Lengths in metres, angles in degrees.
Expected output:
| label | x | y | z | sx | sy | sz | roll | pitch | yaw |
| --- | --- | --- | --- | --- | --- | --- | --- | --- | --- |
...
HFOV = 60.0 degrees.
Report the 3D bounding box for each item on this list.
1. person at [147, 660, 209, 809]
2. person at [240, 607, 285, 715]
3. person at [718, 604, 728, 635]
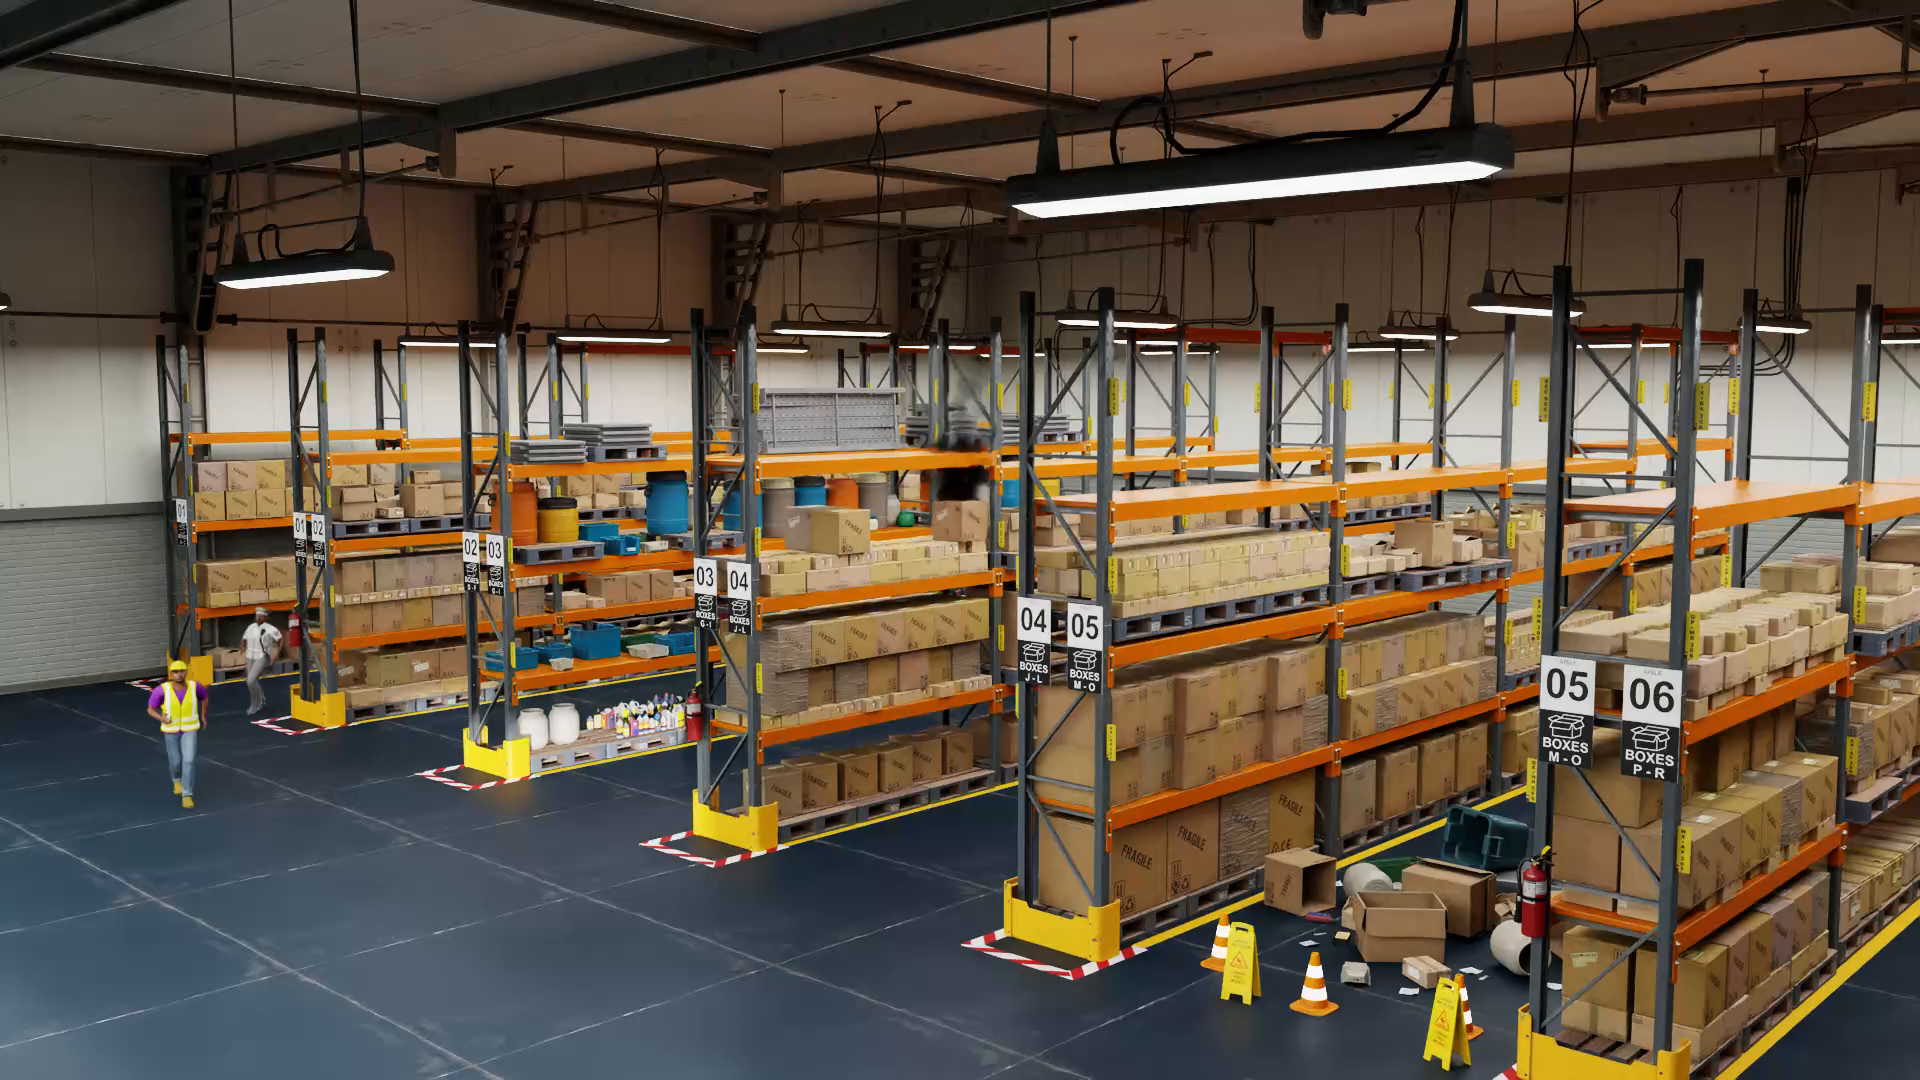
| label | x | y | z | sx | sy | sz | roll | pitch | yaw |
| --- | --- | --- | --- | --- | --- | --- | --- | --- | --- |
| person | -9.624 | 2.358 | 20.499 | 0.693 | 1.773 | 0.914 | -3 | 6 | -25 |
| person | -10.990 | 1.894 | 26.111 | 0.645 | 1.705 | 0.623 | 1 | 6 | 15 |
| person | -3.852 | 1.745 | 28.204 | 0.537 | 1.555 | 0.632 | 4 | 7 | 39 |
